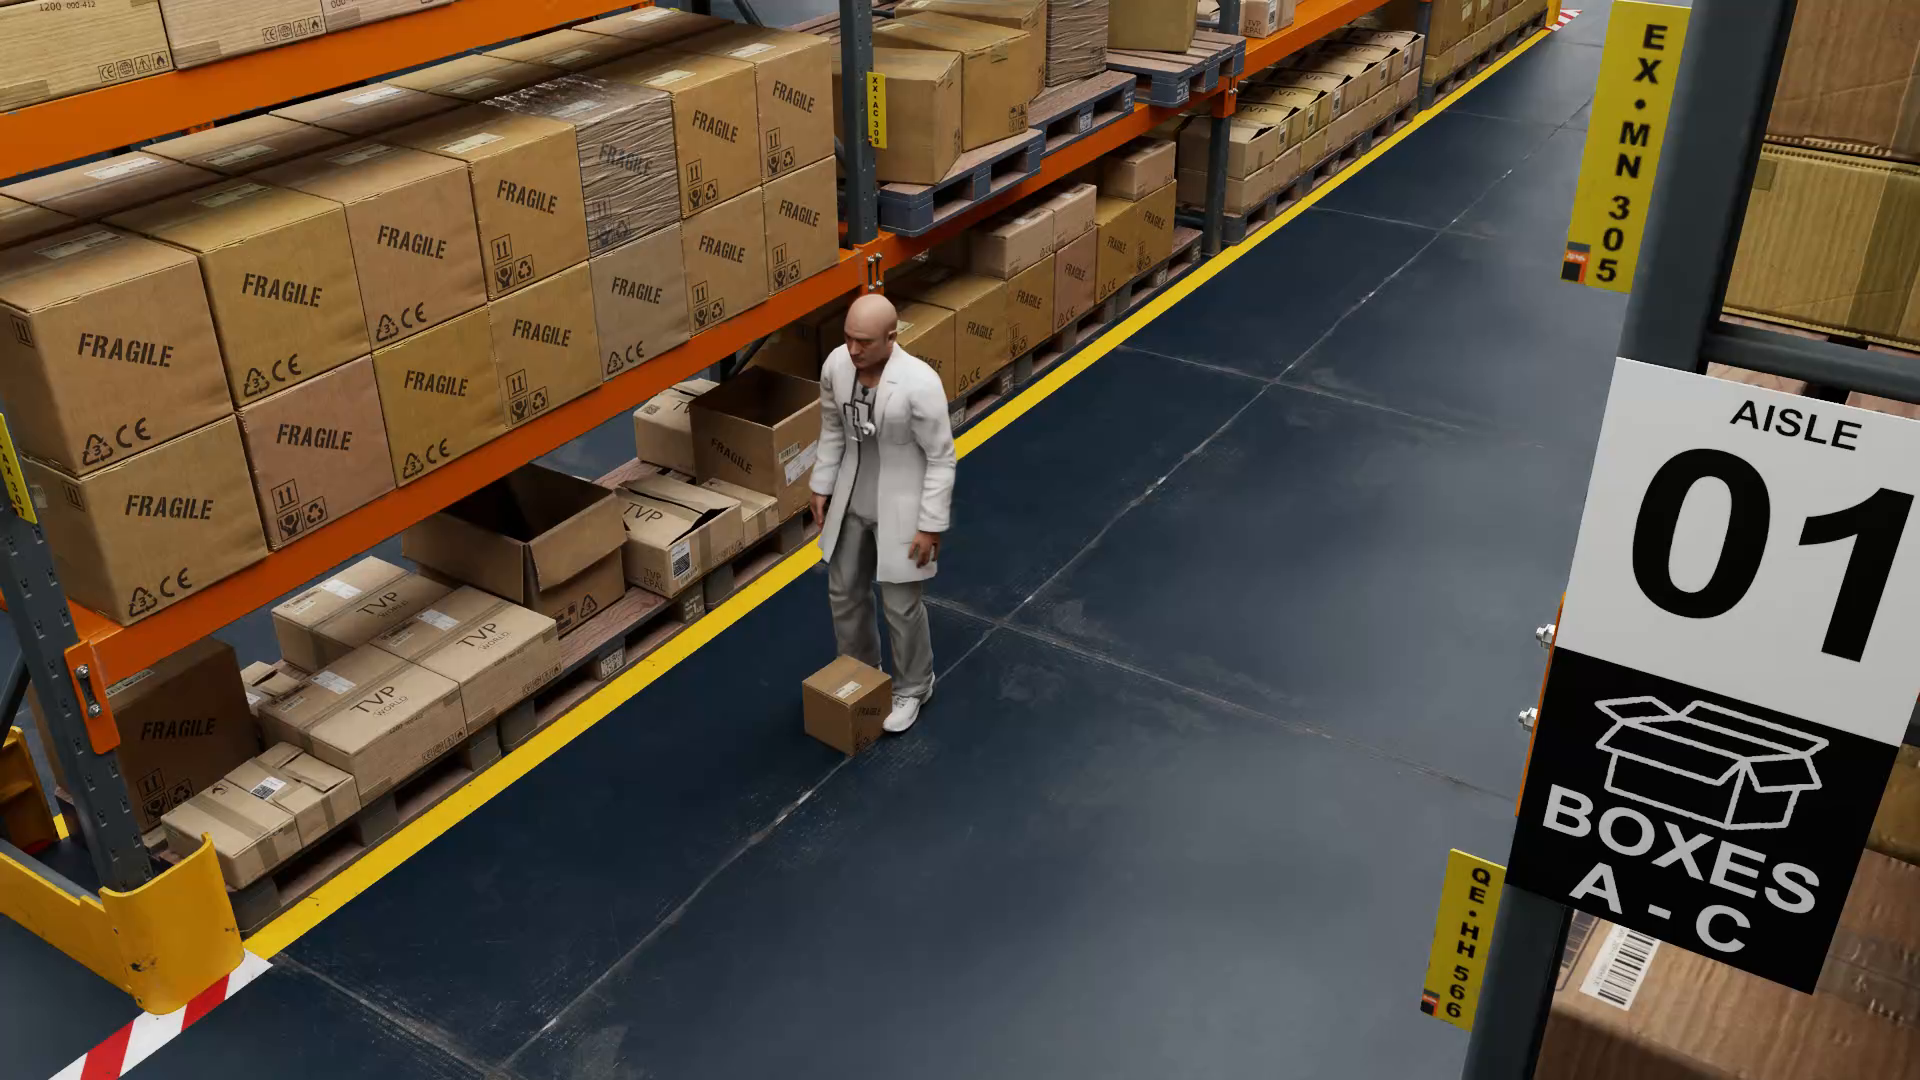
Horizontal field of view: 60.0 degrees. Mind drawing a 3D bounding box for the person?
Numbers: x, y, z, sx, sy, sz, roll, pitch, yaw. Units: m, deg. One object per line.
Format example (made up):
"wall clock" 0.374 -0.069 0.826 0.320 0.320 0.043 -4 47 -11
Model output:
"person" -0.305 -0.115 6.344 0.644 1.774 0.424 20 36 30
